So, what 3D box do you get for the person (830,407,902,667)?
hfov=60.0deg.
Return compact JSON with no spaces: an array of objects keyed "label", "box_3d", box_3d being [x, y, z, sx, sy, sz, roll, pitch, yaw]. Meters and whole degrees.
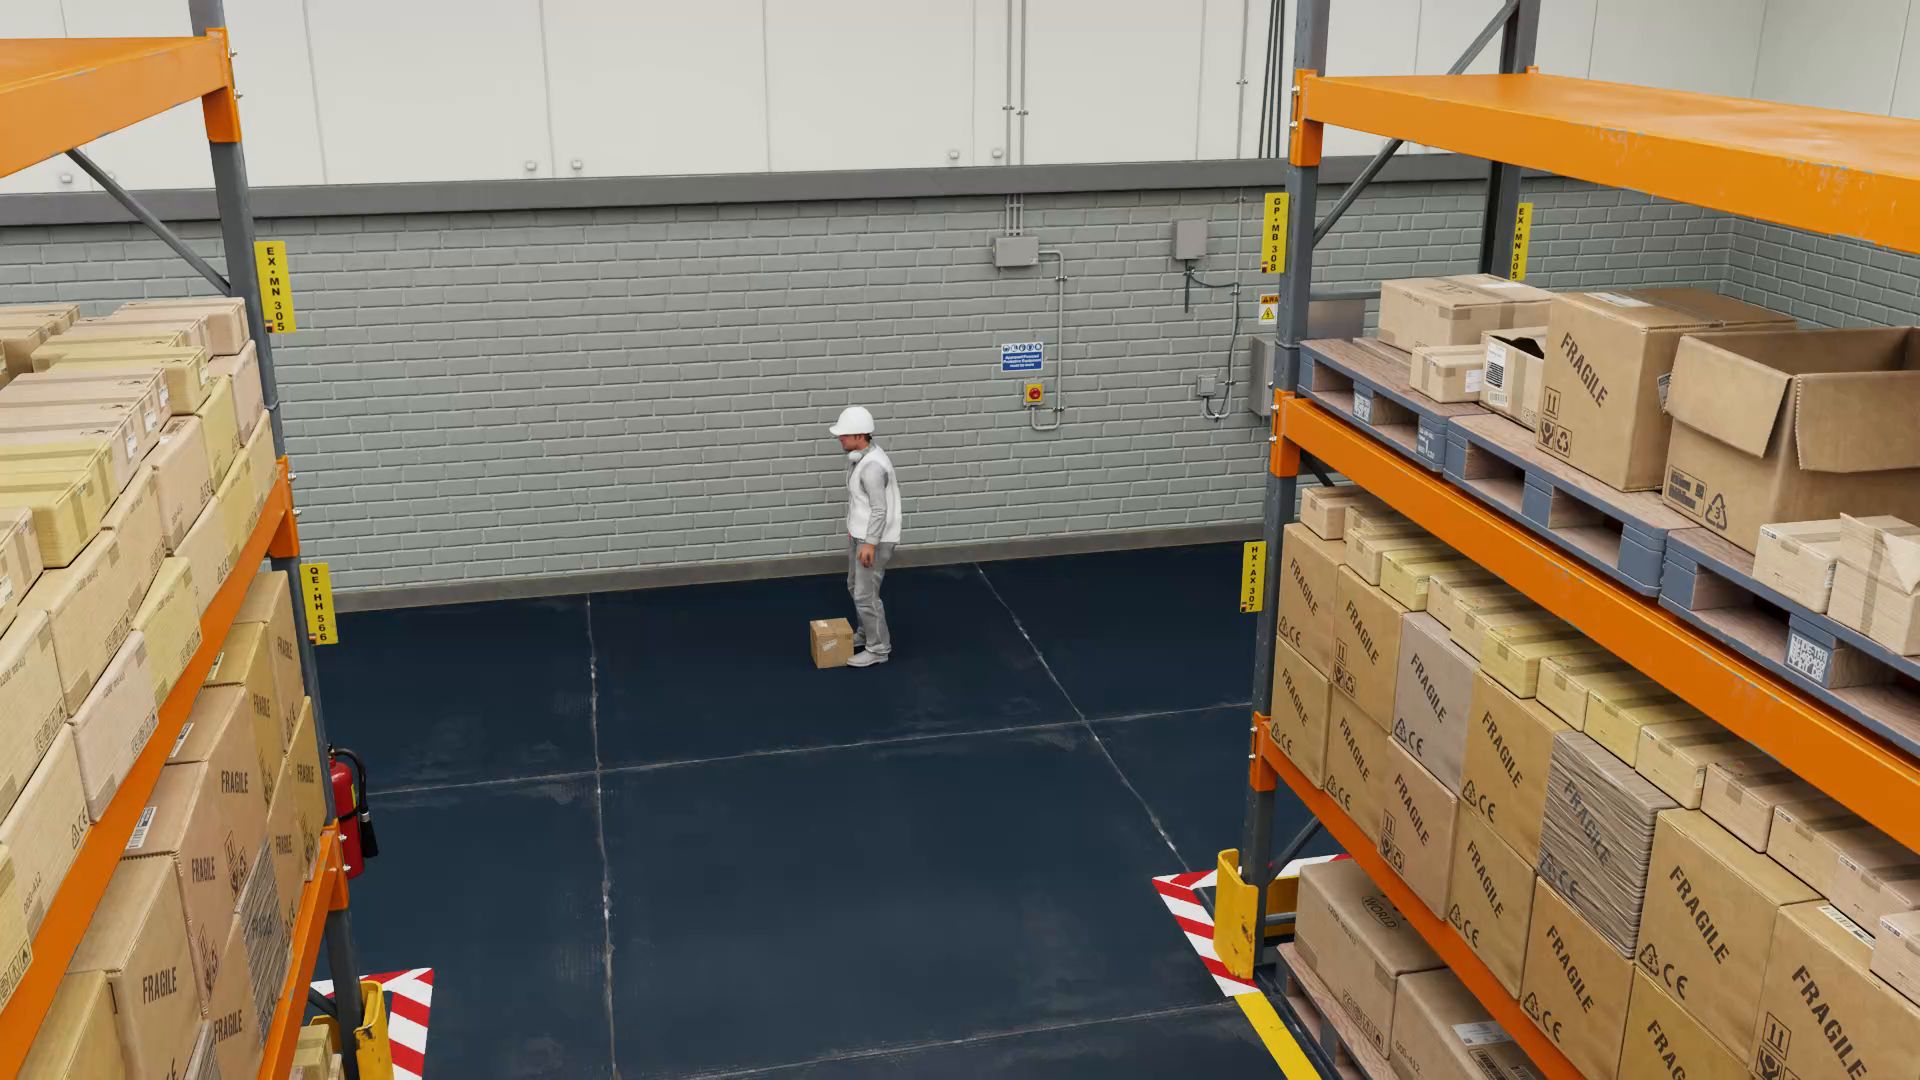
[{"label":"person","box_3d":[-0.626,-0.038,11.141,0.463,1.769,0.580,-5,20,-13]}]
